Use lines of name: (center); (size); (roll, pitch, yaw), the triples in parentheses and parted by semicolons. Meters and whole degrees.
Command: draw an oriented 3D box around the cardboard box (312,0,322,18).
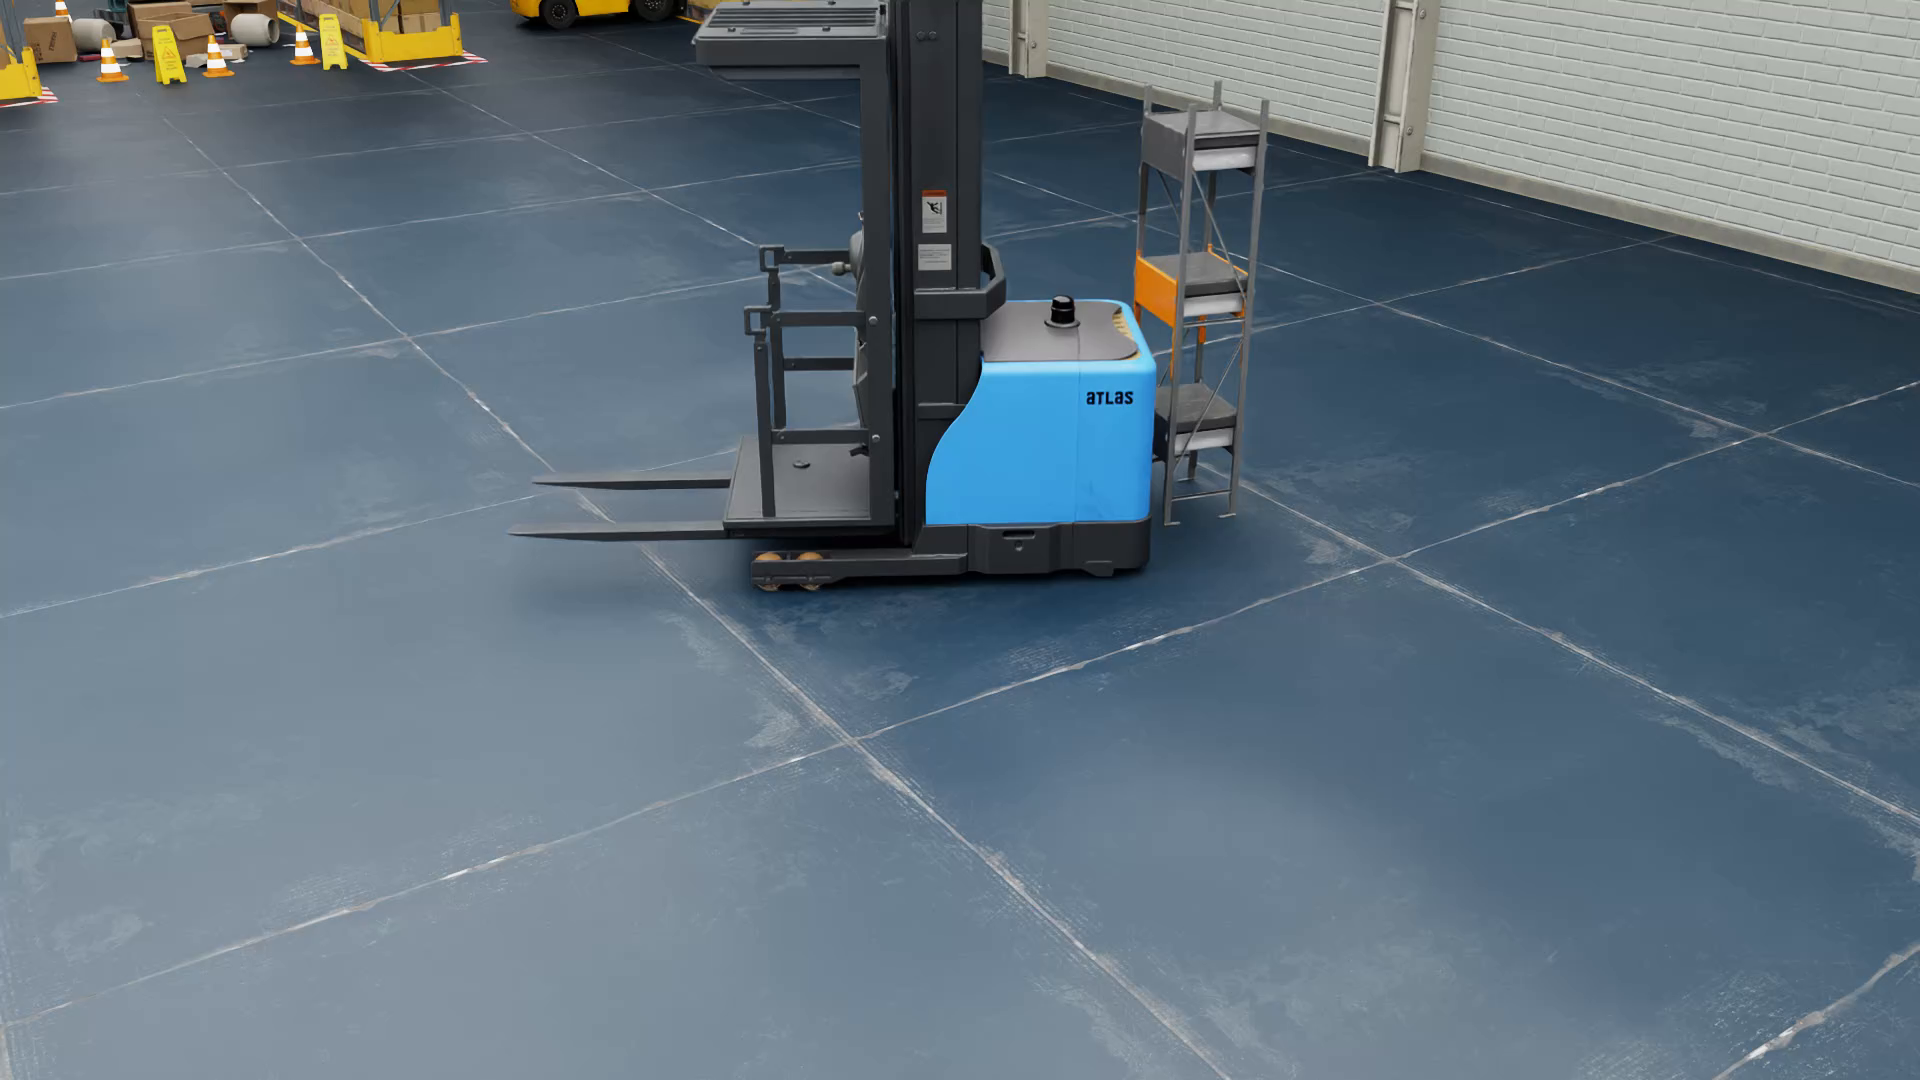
cardboard box: (-8.763, -7.471, 23.291); (0.500, 0.250, 0.500); (-14, 29, -27)

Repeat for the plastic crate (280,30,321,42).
plastic crate: (-8.990, -6.914, 22.802); (0.583, 0.080, 0.402); (18, 31, 33)

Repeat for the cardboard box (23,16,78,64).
cardboard box: (-11.545, -6.352, 21.117); (0.500, 0.500, 0.500); (-10, 27, -21)

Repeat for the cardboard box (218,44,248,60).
cardboard box: (-9.384, -6.265, 21.347); (0.380, 0.149, 0.250); (-1, 25, -3)

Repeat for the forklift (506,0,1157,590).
forklift: (-0.632, -1.325, 7.624); (3.031, 2.935, 1.130); (-1, 25, -2)

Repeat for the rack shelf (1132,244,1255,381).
rack shelf: (1.144, -1.131, 8.214); (0.431, 0.518, 0.480); (-8, 27, -16)

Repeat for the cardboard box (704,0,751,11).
cardboard box: (-3.341, -7.755, 23.893); (0.500, 0.250, 0.500); (-15, 29, -29)

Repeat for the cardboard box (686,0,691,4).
cardboard box: (-3.870, -8.116, 24.658); (0.500, 0.250, 0.500); (-15, 29, -29)

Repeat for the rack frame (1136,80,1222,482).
rack frame: (1.068, -1.244, 8.417); (0.400, 2.100, 0.015); (-8, 27, -16)

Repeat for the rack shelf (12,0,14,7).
rack shelf: (-12.160, -6.757, 19.891); (1.077, 0.370, 4.000); (-16, 29, -30)

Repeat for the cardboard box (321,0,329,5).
cardboard box: (-8.480, -7.624, 22.737); (0.500, 0.500, 0.500); (-14, 29, -27)

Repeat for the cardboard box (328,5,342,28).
cardboard box: (-8.210, -7.102, 22.510); (0.500, 0.250, 0.500); (-17, 30, -31)

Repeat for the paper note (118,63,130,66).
paper note: (-10.479, -5.965, 20.851); (0.144, 0.017, 0.142); (-6, 26, -12)

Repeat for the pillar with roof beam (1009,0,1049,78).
pillar with roof beam: (-2.776, -8.737, 16.216); (9.100, 9.000, 0.400); (-16, 29, -30)

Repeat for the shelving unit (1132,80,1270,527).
shelving unit: (1.144, -1.143, 8.208); (0.431, 2.100, 0.503); (-8, 27, -16)

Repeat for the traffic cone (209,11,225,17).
traffic cone: (-11.010, -7.957, 24.563); (0.336, 0.463, 0.334); (-16, 29, -30)

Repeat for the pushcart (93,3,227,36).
pushcart: (-11.043, -7.252, 23.170); (0.936, 0.377, 1.648); (18, 31, 33)

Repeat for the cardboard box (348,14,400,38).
cardboard box: (-7.656, -6.738, 21.738); (0.500, 0.250, 0.500); (-16, 29, -30)

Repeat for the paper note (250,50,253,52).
paper note: (-9.312, -6.421, 21.840); (0.032, 0.001, 0.123); (-16, 29, -30)

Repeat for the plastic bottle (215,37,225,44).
plastic bottle: (-10.027, -6.759, 22.497); (0.133, 0.061, 0.283); (-10, 27, -21)

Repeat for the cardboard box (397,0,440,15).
cardboard box: (-7.199, -7.203, 21.845); (0.500, 0.500, 0.500); (-17, 30, -31)

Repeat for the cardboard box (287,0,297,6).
cardboard box: (-9.448, -8.176, 24.641); (0.950, 0.372, 0.625); (-15, 29, -29)

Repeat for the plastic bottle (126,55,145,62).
plastic bottle: (-10.510, -6.128, 21.158); (0.283, 0.061, 0.133); (18, 31, 33)

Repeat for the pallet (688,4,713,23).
pallet: (-3.272, -7.717, 24.350); (1.003, 0.211, 1.213); (-16, 29, -30)

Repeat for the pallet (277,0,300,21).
pallet: (-9.586, -8.004, 24.958); (1.003, 0.211, 1.213); (-16, 29, -30)

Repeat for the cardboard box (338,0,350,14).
cardboard box: (-7.920, -7.253, 21.952); (0.500, 0.500, 0.500); (-14, 29, -28)

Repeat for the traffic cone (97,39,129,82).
traffic cone: (-10.169, -5.740, 19.867); (0.336, 0.463, 0.334); (-16, 29, -30)

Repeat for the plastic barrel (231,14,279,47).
plastic barrel: (-9.373, -6.777, 22.110); (0.512, 0.421, 0.421); (3, 25, 6)

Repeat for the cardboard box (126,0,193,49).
cardboard box: (-10.574, -6.860, 22.032); (0.797, 0.637, 0.503); (-16, 29, -30)

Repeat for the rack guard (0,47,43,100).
rack guard: (-11.056, -5.228, 18.738); (1.175, 0.500, 0.348); (-16, 29, -30)

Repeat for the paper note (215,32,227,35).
paper note: (-10.300, -7.057, 23.163); (0.148, 0.019, 0.142); (-16, 29, -30)

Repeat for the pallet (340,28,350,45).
pallet: (-8.094, -7.057, 22.952); (1.003, 0.211, 1.213); (-16, 29, -30)

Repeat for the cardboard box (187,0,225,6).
cardboard box: (-10.635, -7.773, 23.244); (0.500, 0.500, 0.500); (-16, 29, -30)

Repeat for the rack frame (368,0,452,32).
rack frame: (-6.976, -7.556, 20.743); (1.000, 3.000, 0.127); (-16, 29, -30)

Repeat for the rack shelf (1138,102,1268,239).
rack shelf: (1.146, -1.762, 7.911); (0.431, 0.518, 0.480); (-8, 27, -16)

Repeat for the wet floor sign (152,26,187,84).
wet floor sign: (-9.394, -5.753, 19.681); (0.267, 0.644, 0.232); (-22, 33, -38)

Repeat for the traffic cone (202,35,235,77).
traffic cone: (-9.036, -5.882, 20.168); (0.336, 0.463, 0.334); (-16, 29, -30)
